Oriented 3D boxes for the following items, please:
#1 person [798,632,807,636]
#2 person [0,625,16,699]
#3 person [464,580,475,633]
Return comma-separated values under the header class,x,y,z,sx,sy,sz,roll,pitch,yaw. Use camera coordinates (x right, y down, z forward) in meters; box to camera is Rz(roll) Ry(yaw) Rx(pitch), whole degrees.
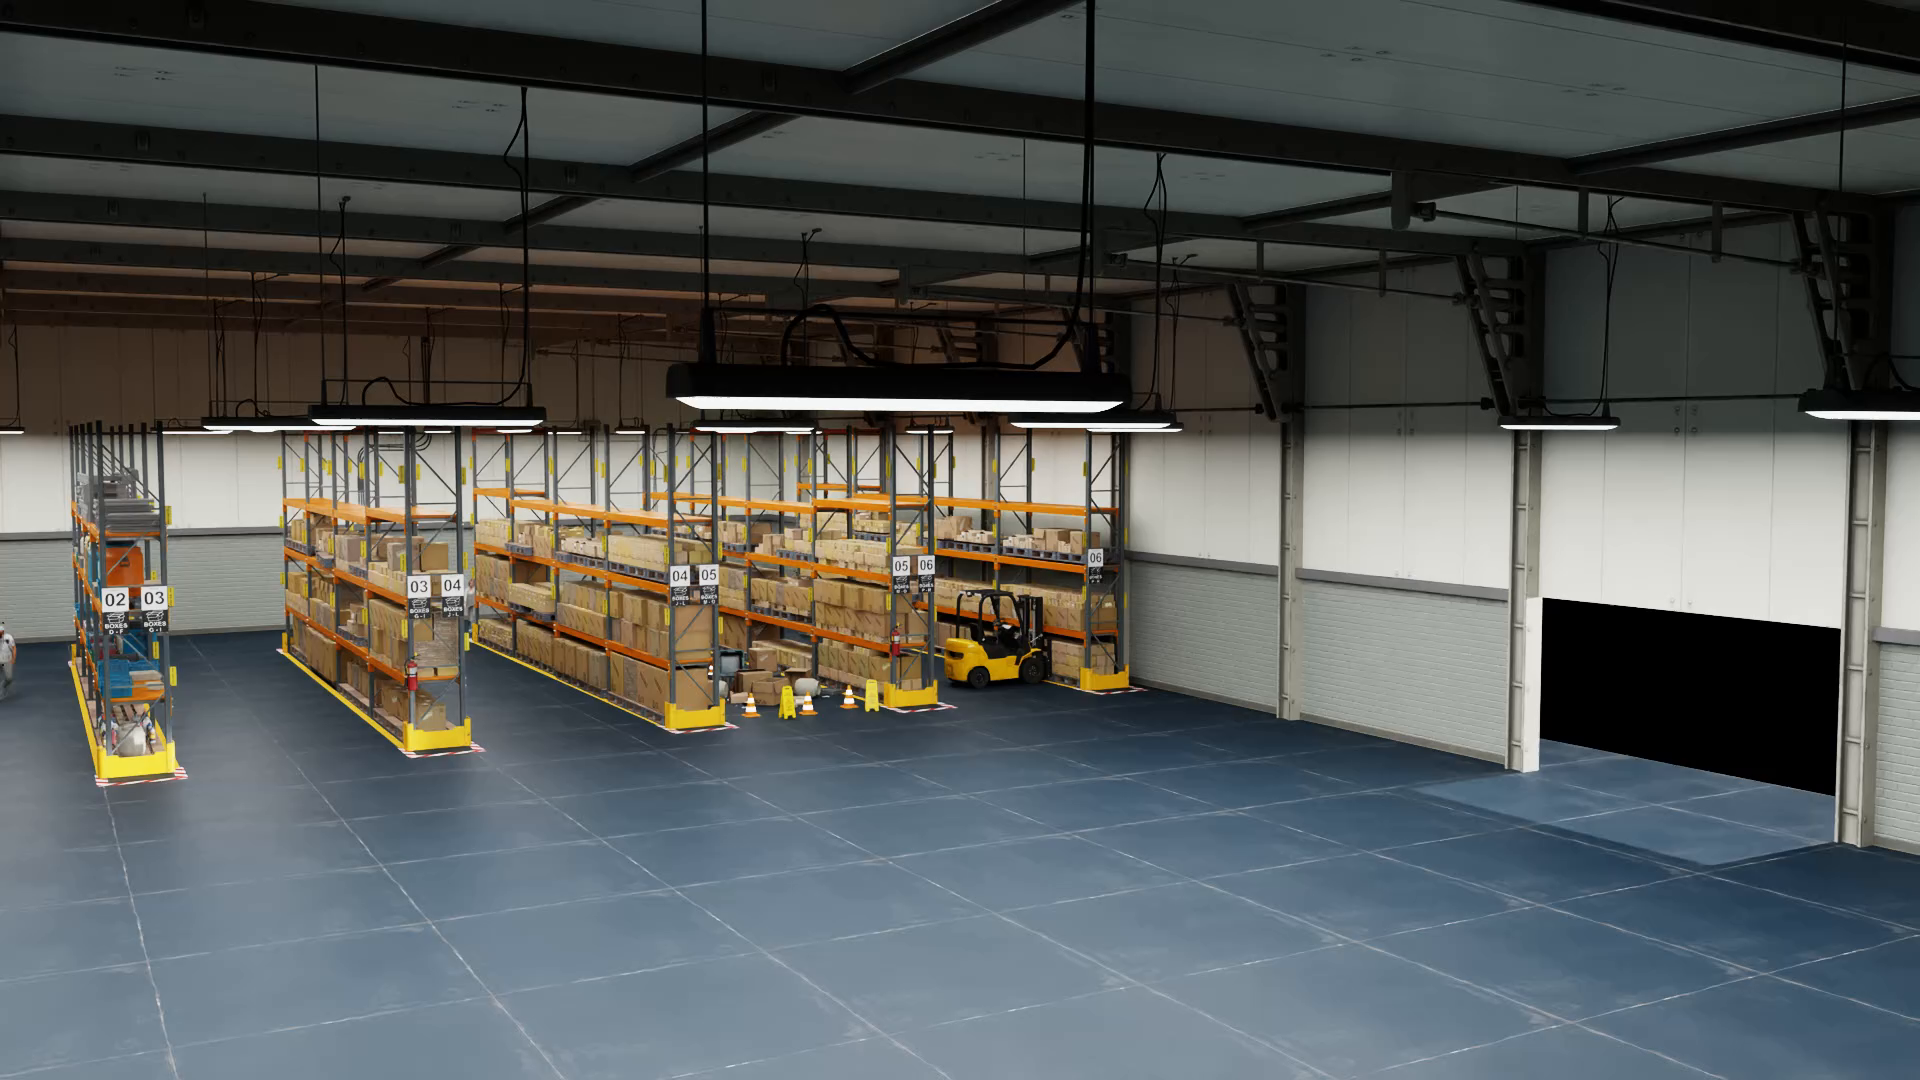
class,x,y,z,sx,sy,sz,roll,pitch,yaw
person,-4.514,1.880,47.962,0.465,1.766,0.618,1,4,13
person,-21.031,2.666,36.466,0.570,1.640,0.593,-2,4,-32
person,-14.319,1.922,48.720,0.383,1.534,1.000,0,4,5
